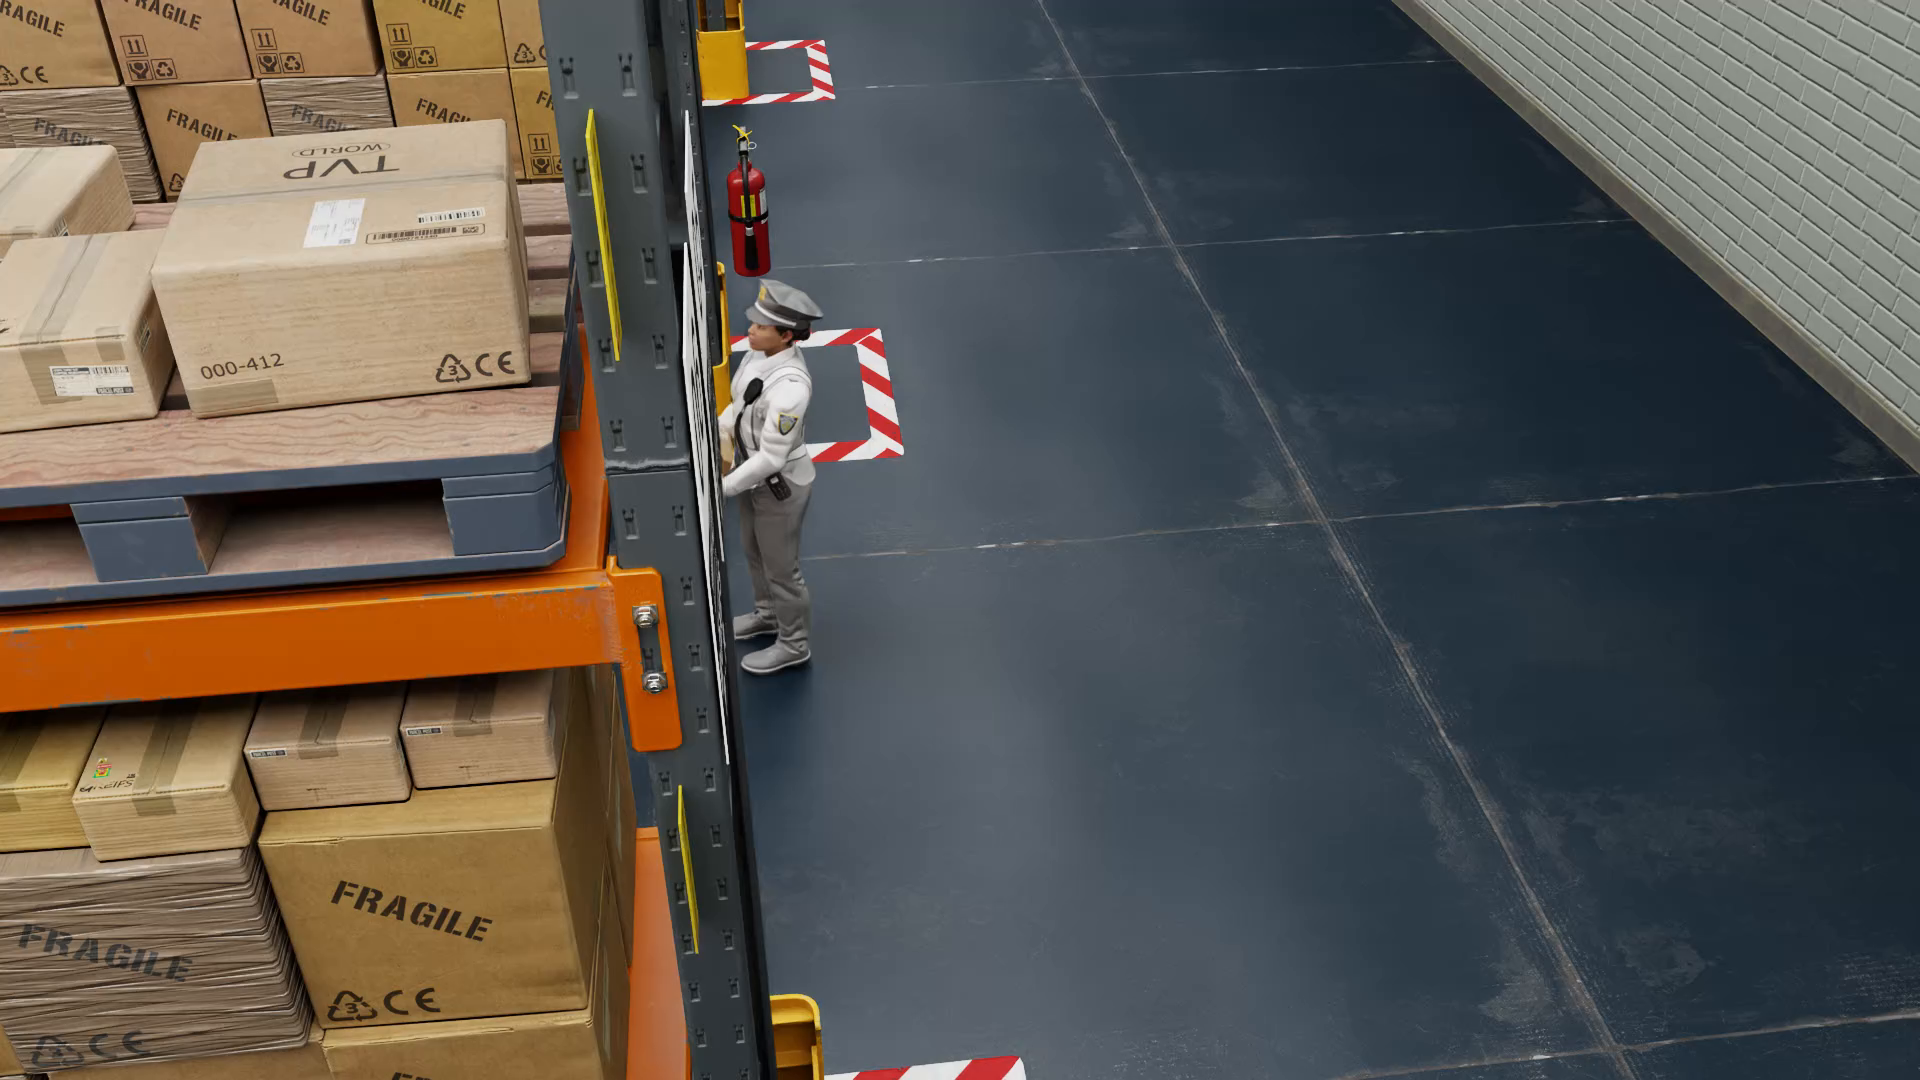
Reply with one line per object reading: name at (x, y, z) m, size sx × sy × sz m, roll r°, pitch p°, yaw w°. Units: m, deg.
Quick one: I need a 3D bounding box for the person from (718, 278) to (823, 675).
person at (-0.777, -0.223, 6.430) m, size 0.543 × 1.700 × 0.492 m, roll -11°, pitch 36°, yaw -15°
